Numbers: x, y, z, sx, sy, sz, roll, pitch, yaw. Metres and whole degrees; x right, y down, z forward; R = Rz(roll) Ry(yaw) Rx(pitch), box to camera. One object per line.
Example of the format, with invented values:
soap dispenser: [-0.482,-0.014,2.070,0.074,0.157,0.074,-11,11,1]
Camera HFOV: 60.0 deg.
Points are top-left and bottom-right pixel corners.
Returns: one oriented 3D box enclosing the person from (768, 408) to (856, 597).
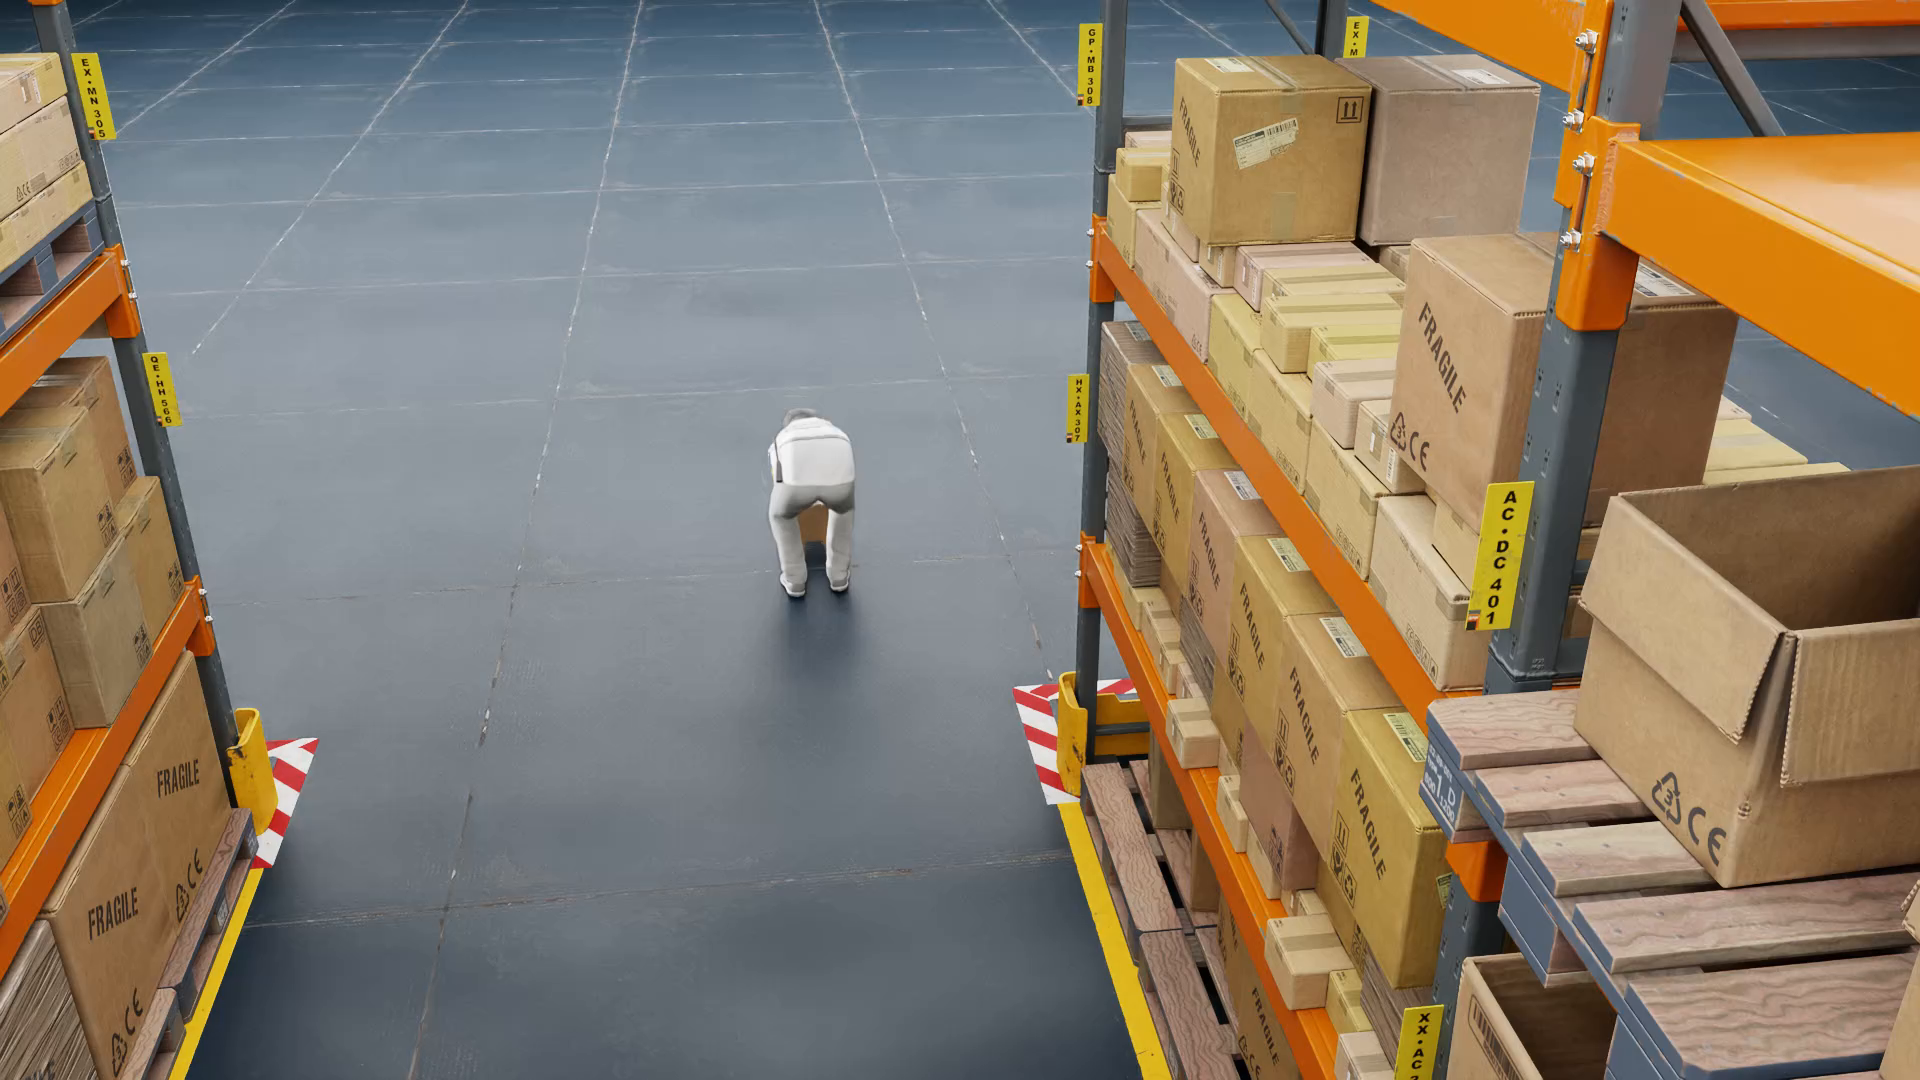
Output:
person: [-0.892,-0.273,9.941,0.519,1.033,1.033,-5,27,-10]
